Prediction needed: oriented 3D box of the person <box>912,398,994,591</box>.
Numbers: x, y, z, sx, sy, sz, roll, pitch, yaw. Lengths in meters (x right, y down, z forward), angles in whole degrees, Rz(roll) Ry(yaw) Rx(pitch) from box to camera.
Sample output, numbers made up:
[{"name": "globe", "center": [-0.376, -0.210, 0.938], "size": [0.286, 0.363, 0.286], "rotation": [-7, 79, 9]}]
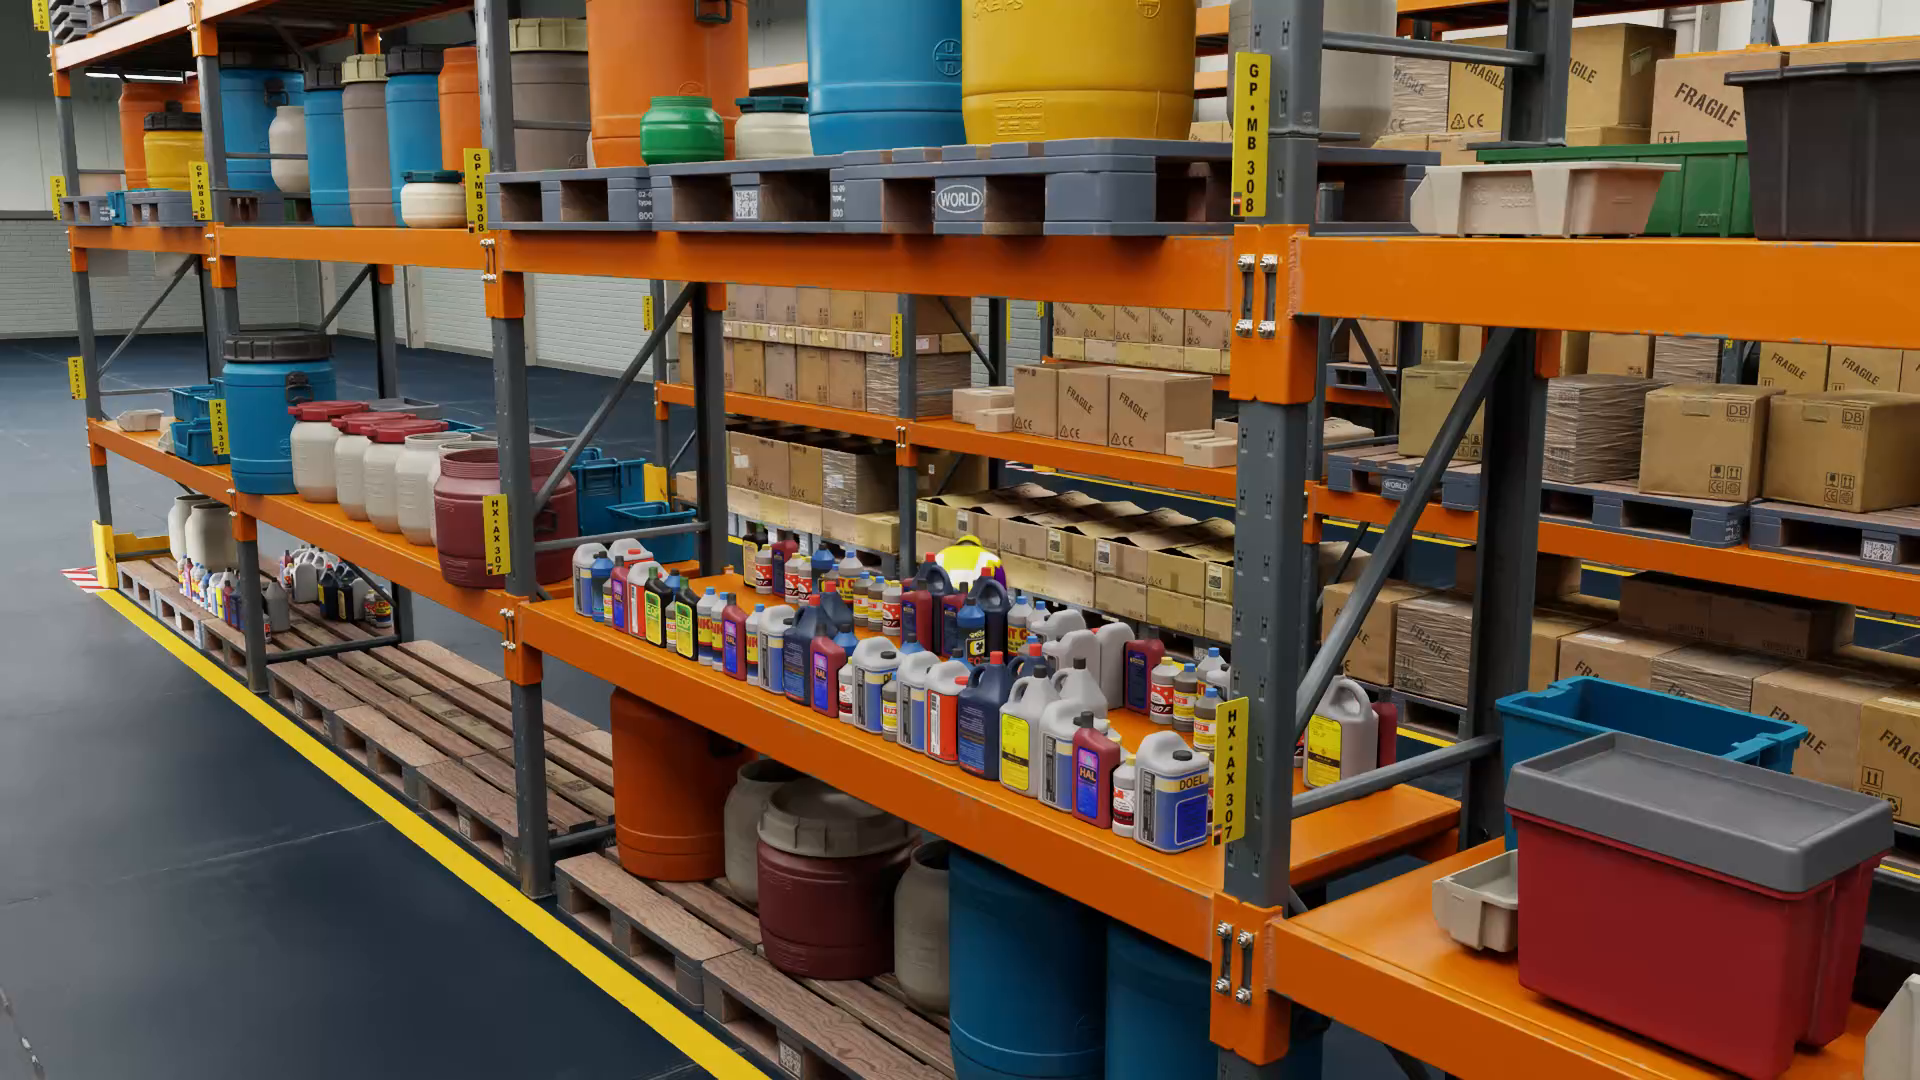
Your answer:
[{"name": "person", "center": [-0.022, -0.045, 10.617], "size": [0.503, 1.760, 0.586], "rotation": [2, 11, 10]}]
